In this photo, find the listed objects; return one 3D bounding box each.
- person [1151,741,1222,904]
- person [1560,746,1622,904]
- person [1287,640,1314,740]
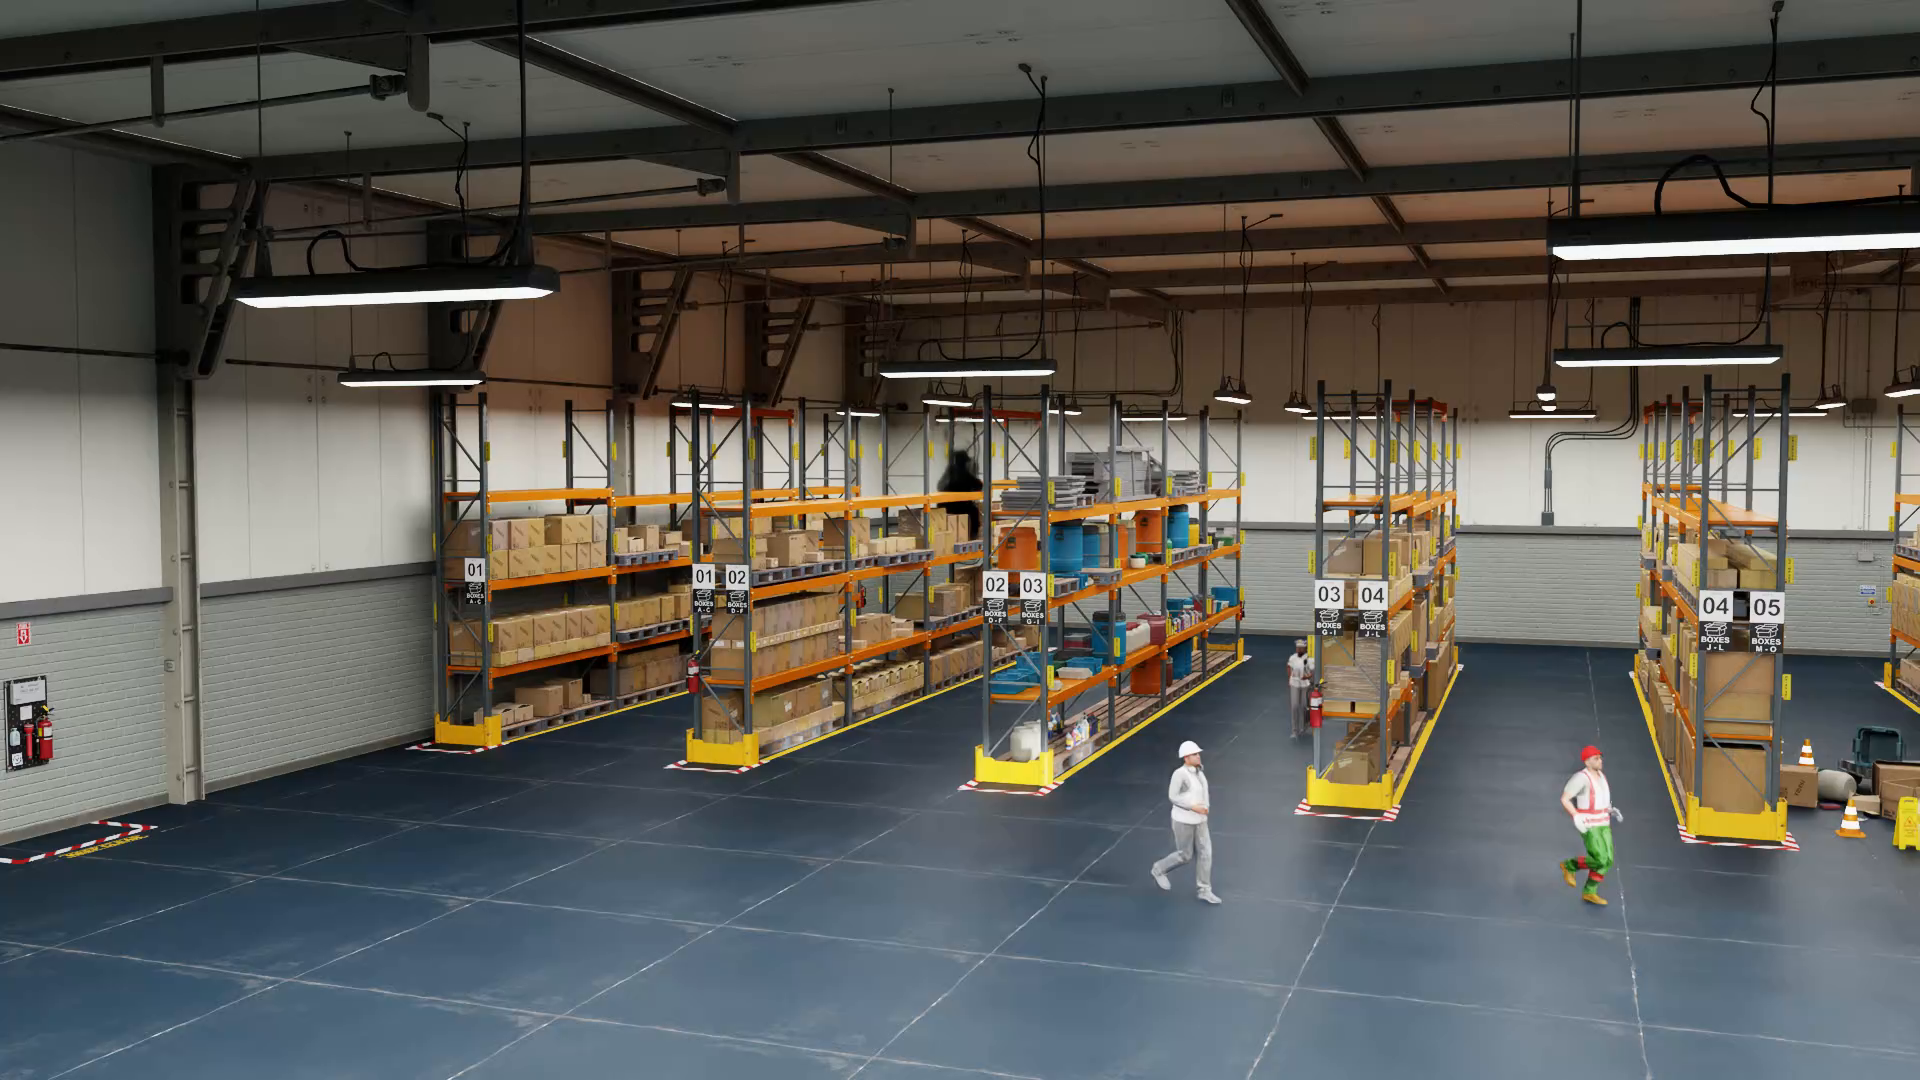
[{"bbox_3d":[2.539,3.132,18.584,0.883,1.775,0.661,3,4,43],"label":"person"},{"bbox_3d":[7.013,3.155,18.486,0.665,1.740,0.596,-2,4,-33],"label":"person"},{"bbox_3d":[6.011,2.605,29.245,0.574,1.714,0.852,1,3,19],"label":"person"}]
